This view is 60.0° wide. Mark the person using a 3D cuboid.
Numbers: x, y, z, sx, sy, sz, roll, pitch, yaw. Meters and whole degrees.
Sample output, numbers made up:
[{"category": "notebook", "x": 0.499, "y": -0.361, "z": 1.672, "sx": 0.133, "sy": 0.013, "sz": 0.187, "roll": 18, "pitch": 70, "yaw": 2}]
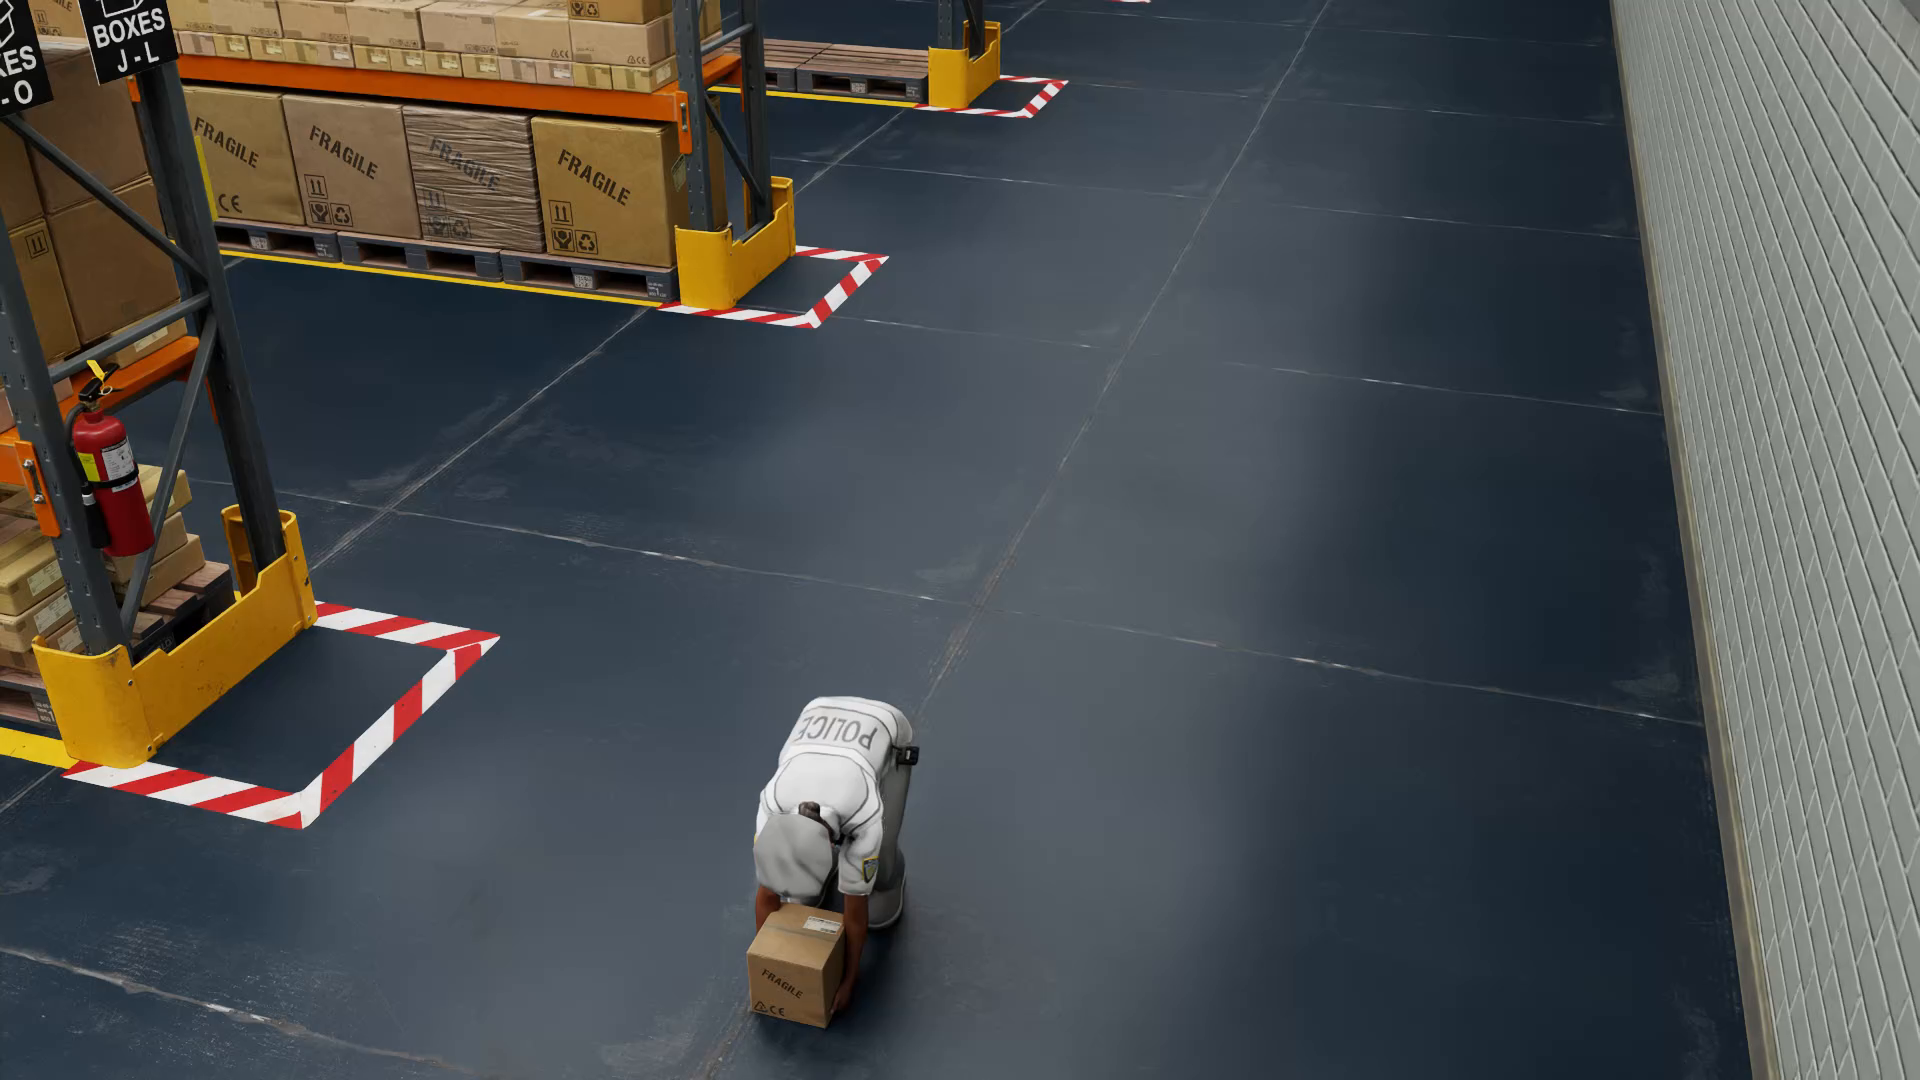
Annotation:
[{"category": "person", "x": -0.419, "y": 0.970, "z": 5.340, "sx": 0.460, "sy": 0.776, "sz": 0.927, "roll": 8, "pitch": 30, "yaw": 14}]
